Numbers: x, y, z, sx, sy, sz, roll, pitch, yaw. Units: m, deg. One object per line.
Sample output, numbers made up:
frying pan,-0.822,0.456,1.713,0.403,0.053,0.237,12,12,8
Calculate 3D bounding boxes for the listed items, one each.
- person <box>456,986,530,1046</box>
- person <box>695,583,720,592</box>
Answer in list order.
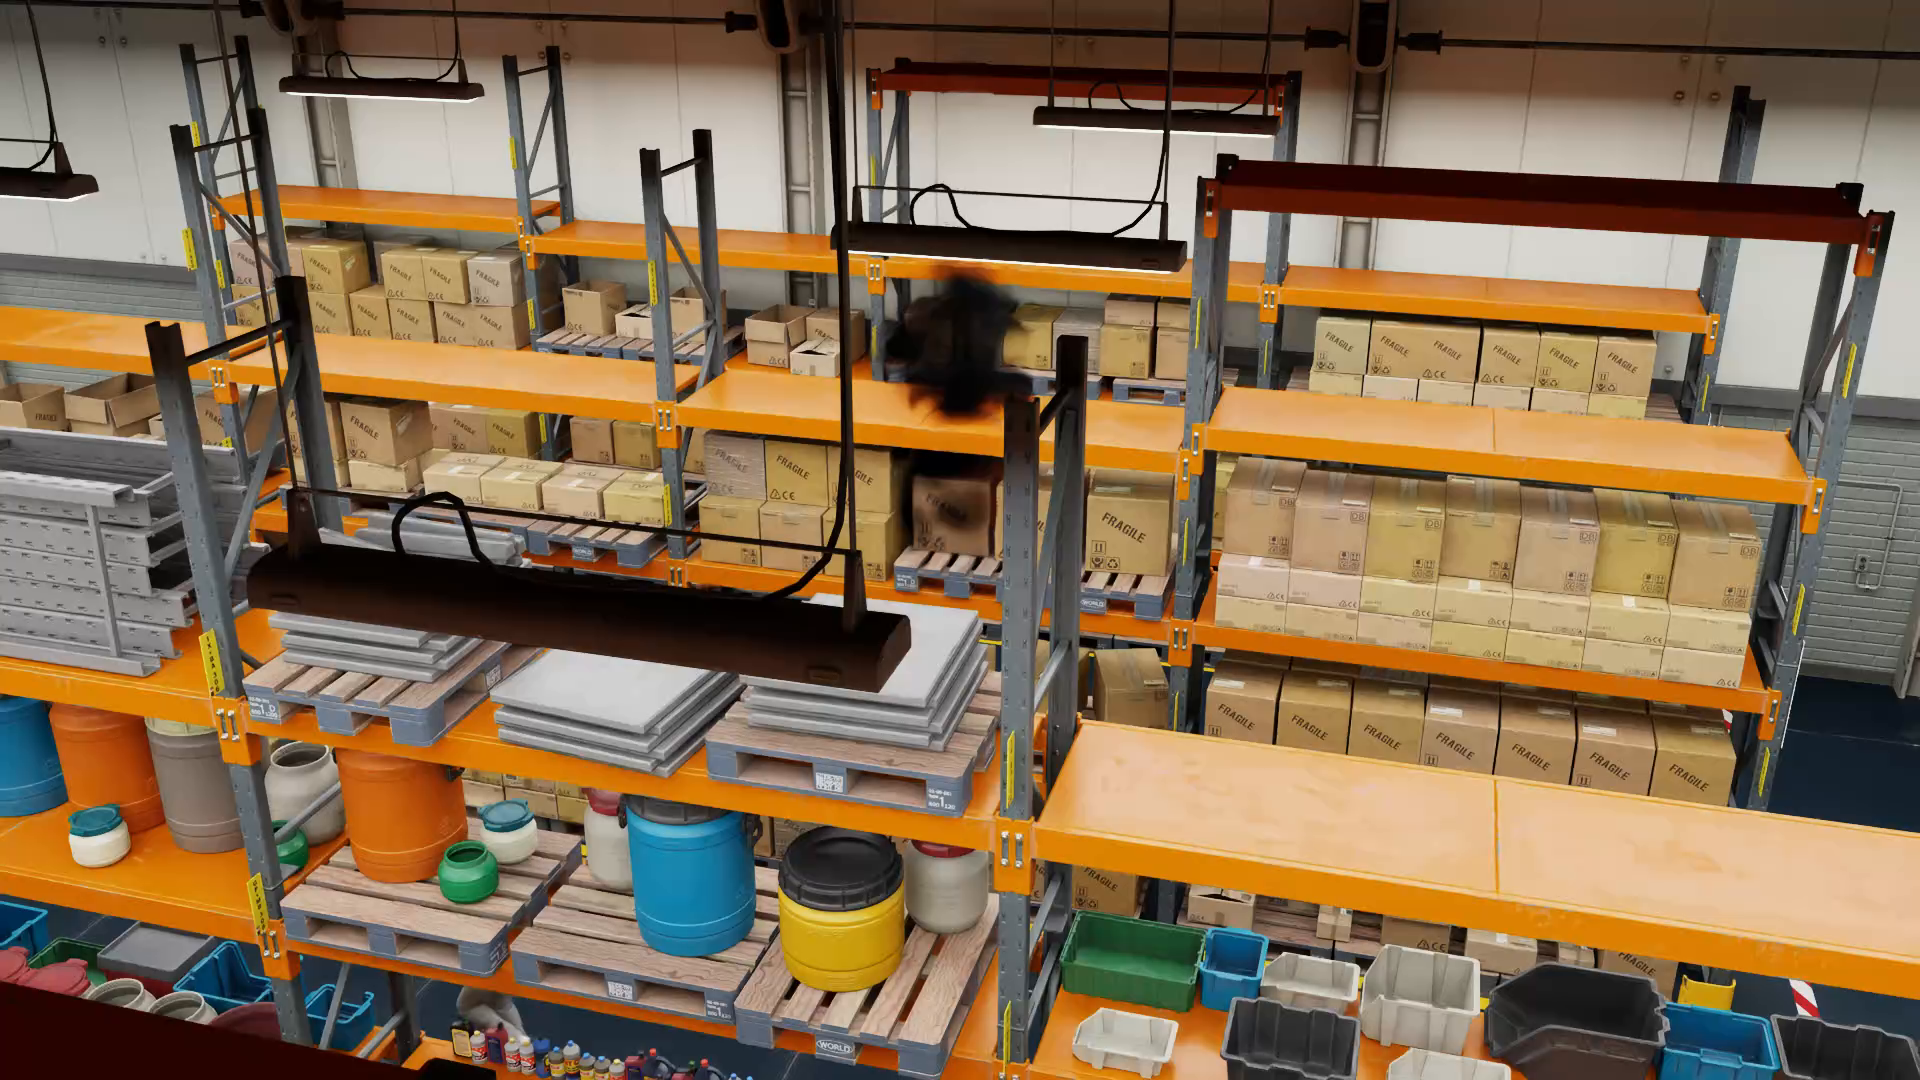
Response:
person,-3.248,2.949,11.534,0.541,1.626,0.539,7,24,16
person,-2.424,1.076,16.024,0.578,1.677,0.664,3,23,7
